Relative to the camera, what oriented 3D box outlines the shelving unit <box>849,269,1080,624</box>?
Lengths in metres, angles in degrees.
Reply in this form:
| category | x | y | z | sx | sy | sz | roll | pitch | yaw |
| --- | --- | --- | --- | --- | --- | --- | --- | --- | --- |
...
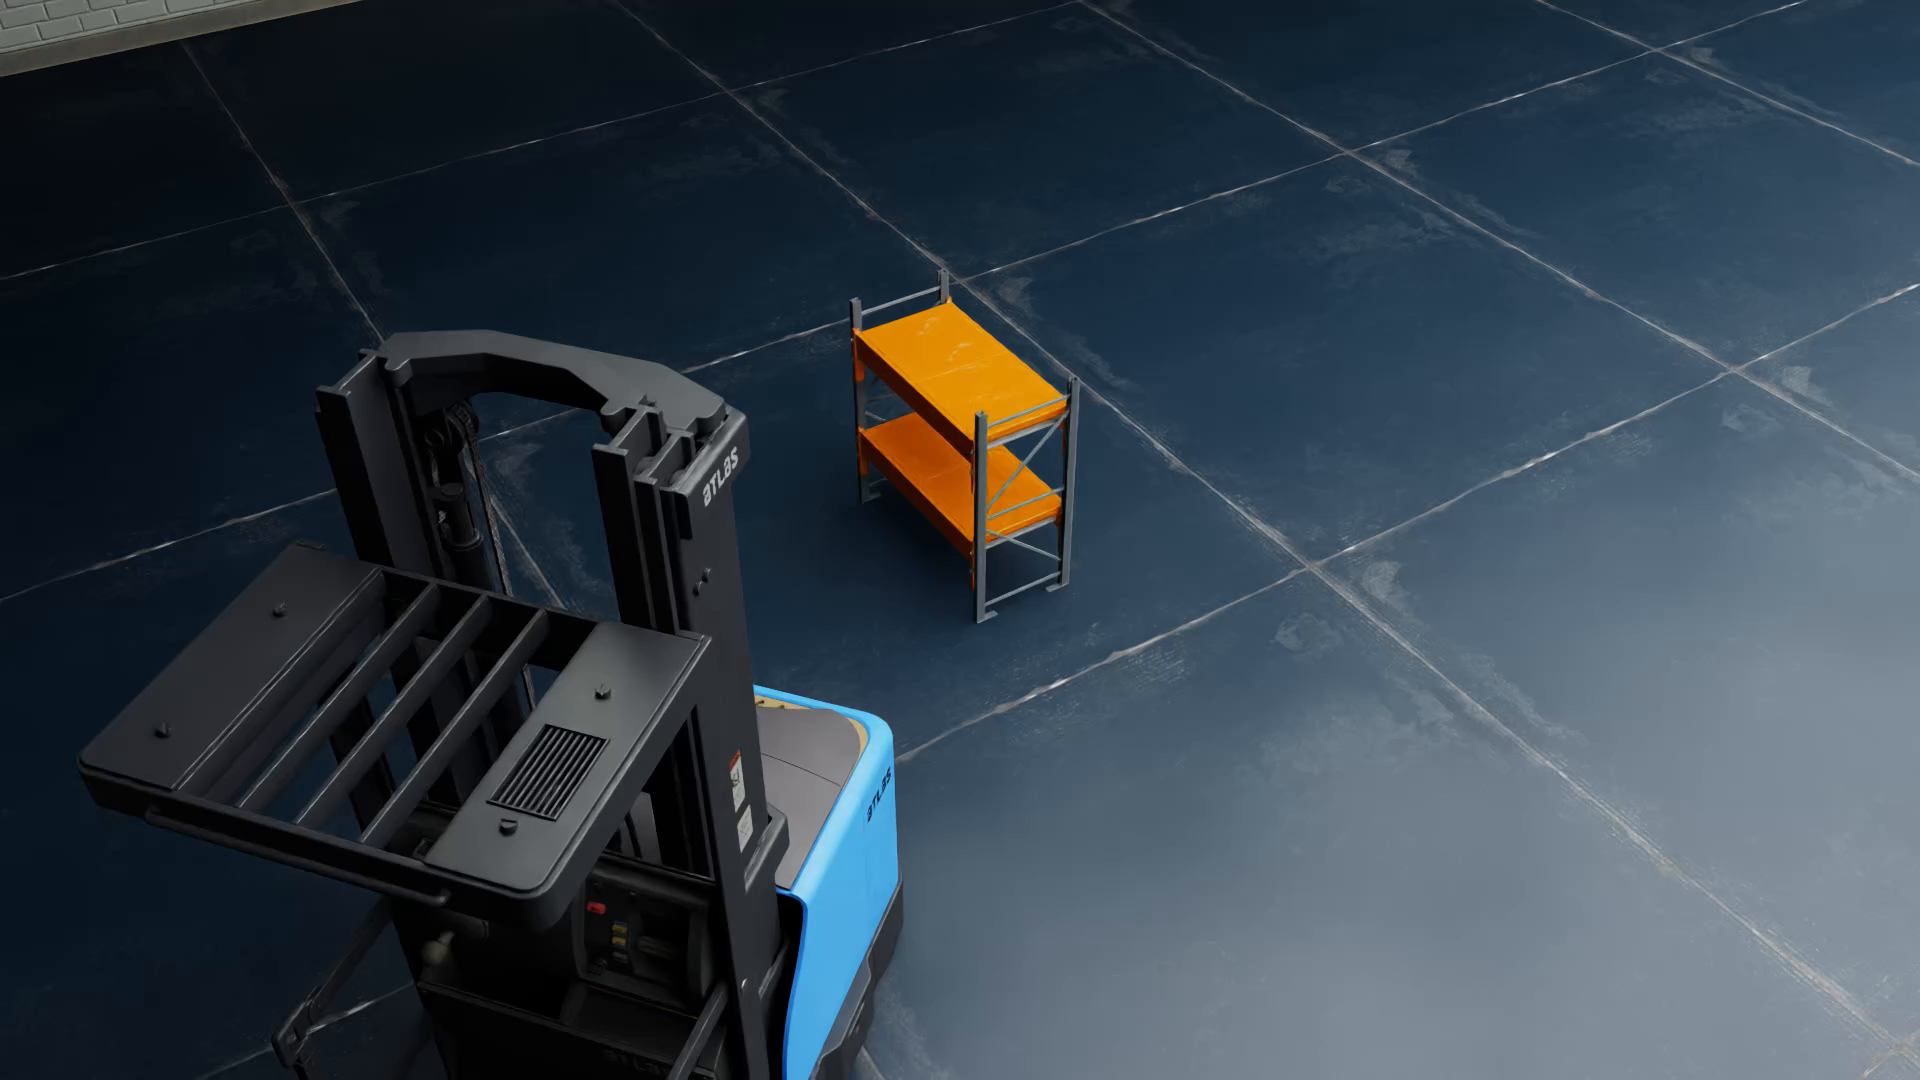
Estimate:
| category | x | y | z | sx | sy | sz | roll | pitch | yaw |
| --- | --- | --- | --- | --- | --- | --- | --- | --- | --- |
| shelving unit | 0.004 | -0.428 | 7.446 | 0.538 | 1.125 | 1.048 | -22 | 45 | -24 |

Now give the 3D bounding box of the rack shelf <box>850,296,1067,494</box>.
| category | x | y | z | sx | sy | sz | roll | pitch | yaw |
| --- | --- | --- | --- | --- | --- | --- | --- | --- | --- |
| rack shelf | 0.004 | -0.653 | 7.259 | 0.538 | 0.278 | 1.000 | -22 | 45 | -24 |

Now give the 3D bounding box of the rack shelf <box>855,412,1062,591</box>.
| category | x | y | z | sx | sy | sz | roll | pitch | yaw |
| --- | --- | --- | --- | --- | --- | --- | --- | --- | --- |
| rack shelf | 0.004 | -0.241 | 7.603 | 0.538 | 0.278 | 1.000 | -22 | 45 | -24 |

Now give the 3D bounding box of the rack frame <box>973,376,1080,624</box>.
| category | x | y | z | sx | sy | sz | roll | pitch | yaw |
| --- | --- | --- | --- | --- | --- | --- | --- | --- | --- |
| rack frame | 0.277 | -0.154 | 7.117 | 0.500 | 1.125 | 0.032 | -22 | 45 | -24 |

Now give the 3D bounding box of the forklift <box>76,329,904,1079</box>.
| category | x | y | z | sx | sy | sz | roll | pitch | yaw |
| --- | --- | --- | --- | --- | --- | --- | --- | --- | --- |
| forklift | -1.155 | 1.077 | 4.228 | 1.130 | 2.935 | 3.031 | 12 | 41 | 14 |

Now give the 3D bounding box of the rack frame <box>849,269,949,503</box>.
| category | x | y | z | sx | sy | sz | roll | pitch | yaw |
| --- | --- | --- | --- | --- | --- | --- | --- | --- | --- |
| rack frame | -0.270 | -0.703 | 7.775 | 0.500 | 1.125 | 0.032 | -22 | 45 | -24 |
